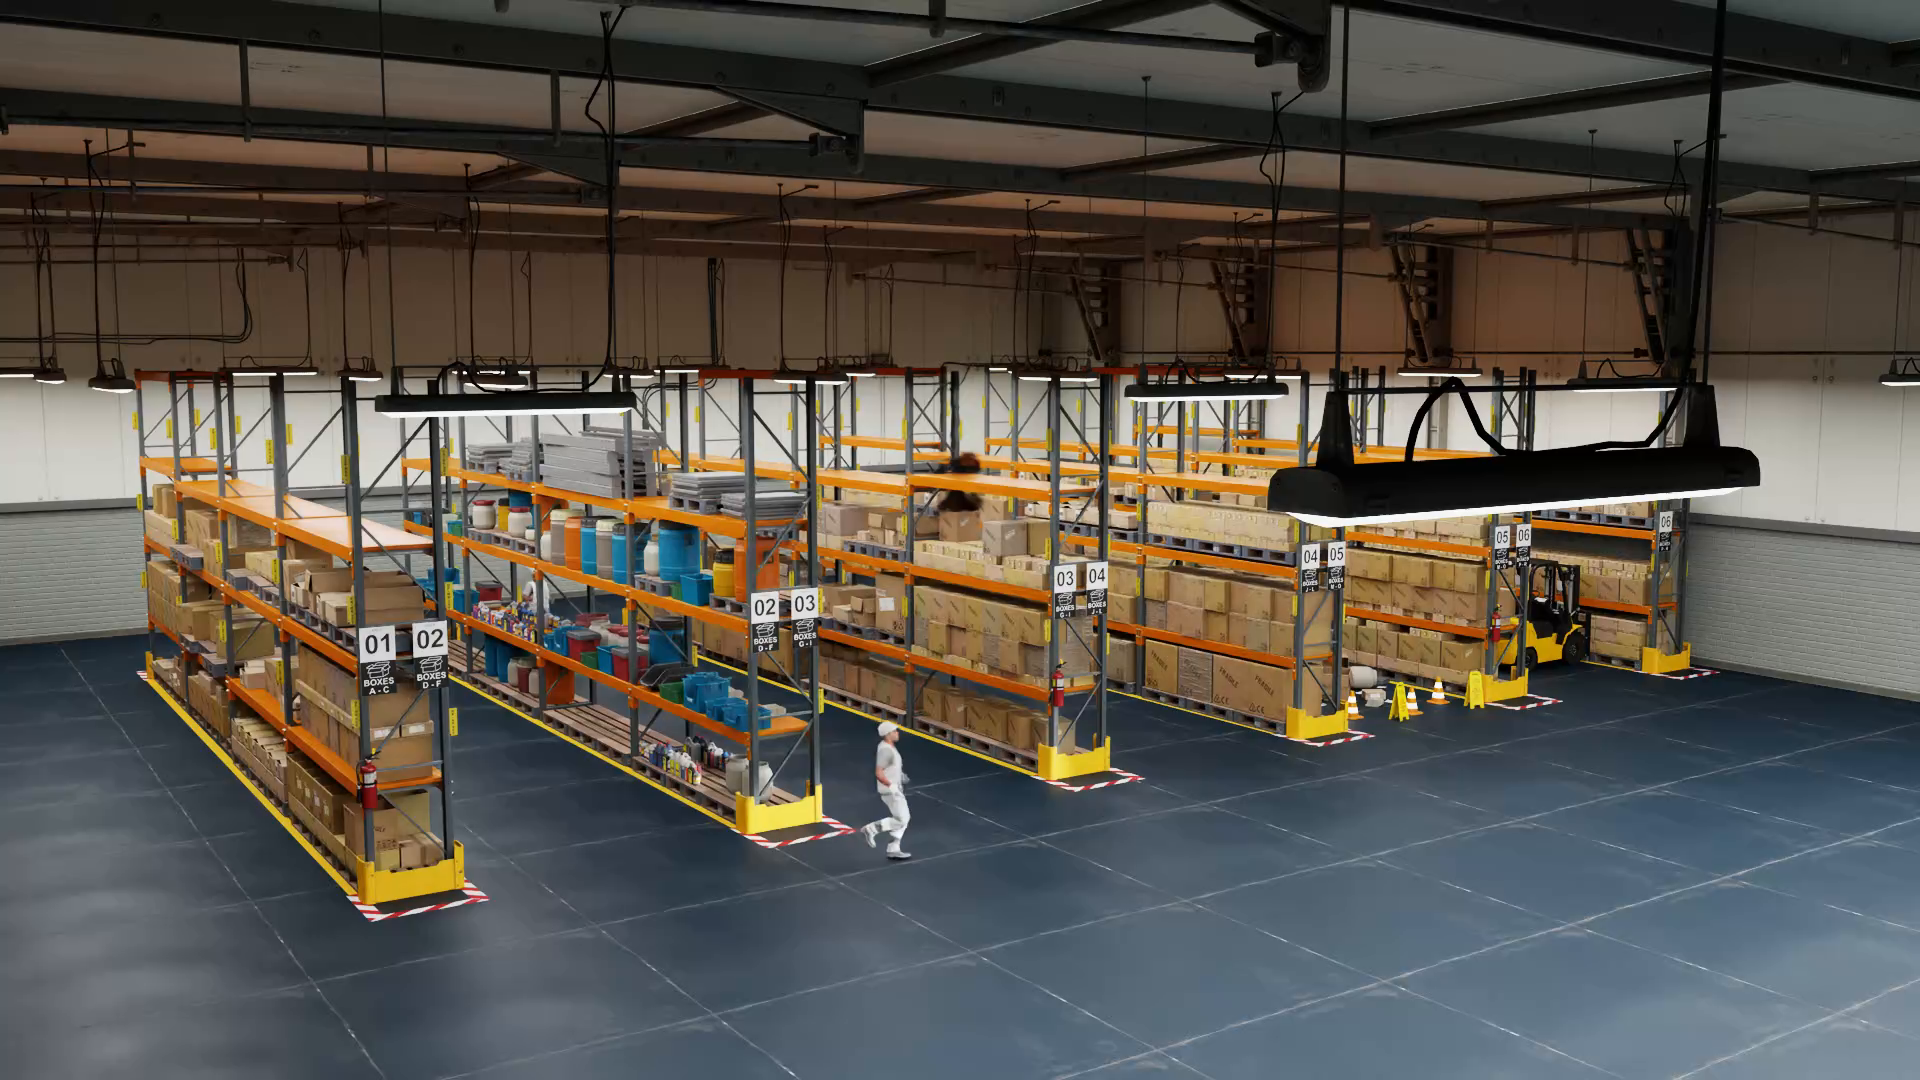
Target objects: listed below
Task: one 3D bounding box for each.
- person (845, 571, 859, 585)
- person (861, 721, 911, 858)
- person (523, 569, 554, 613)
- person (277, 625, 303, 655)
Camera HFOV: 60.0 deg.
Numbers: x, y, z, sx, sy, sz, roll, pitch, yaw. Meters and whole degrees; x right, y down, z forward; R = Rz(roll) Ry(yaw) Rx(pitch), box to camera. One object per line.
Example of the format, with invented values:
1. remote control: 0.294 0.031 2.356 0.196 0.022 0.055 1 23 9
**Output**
1. person: -2.822 0.675 42.194 0.699 1.765 0.972 6 9 44
2. person: -0.927 3.128 20.841 0.616 1.742 0.668 0 6 0
3. person: -8.931 1.469 35.244 0.702 1.786 0.986 -6 9 -43
4. person: -13.293 1.753 32.901 0.930 1.752 0.667 6 9 44
